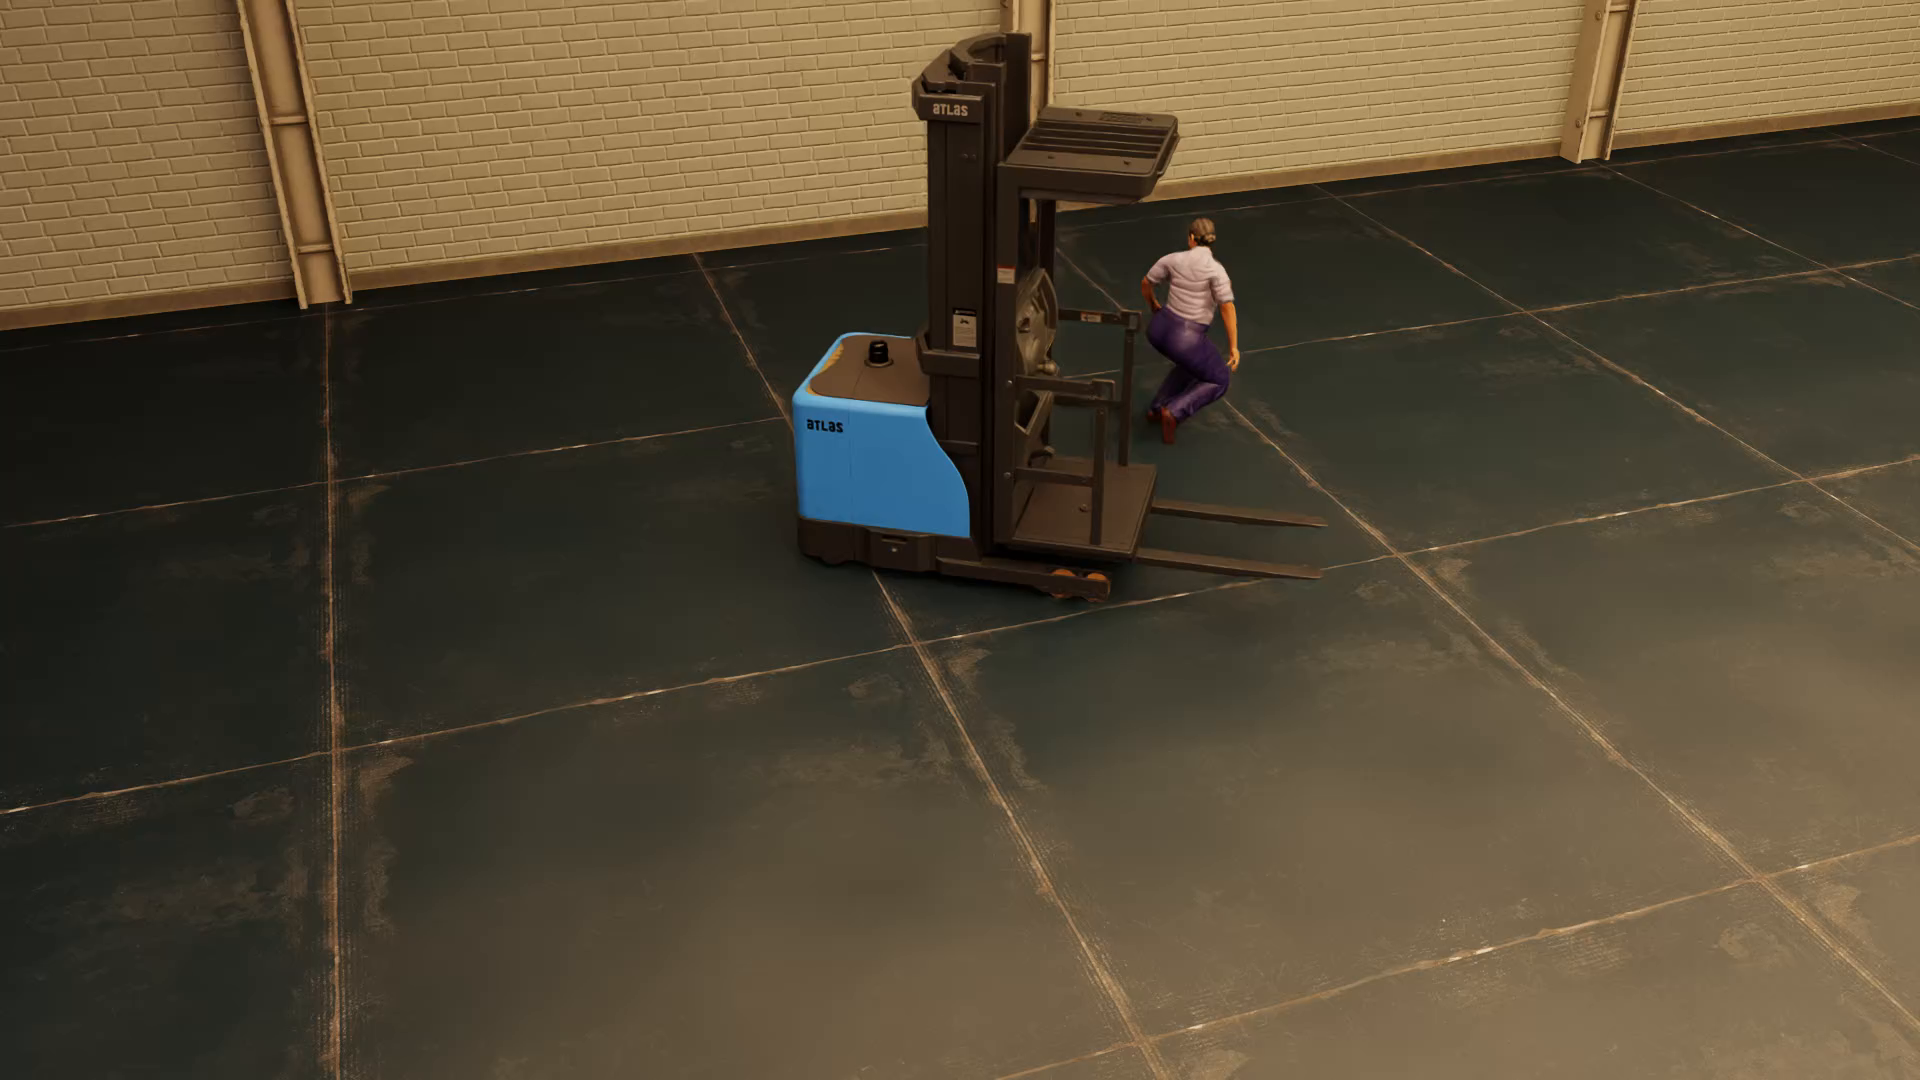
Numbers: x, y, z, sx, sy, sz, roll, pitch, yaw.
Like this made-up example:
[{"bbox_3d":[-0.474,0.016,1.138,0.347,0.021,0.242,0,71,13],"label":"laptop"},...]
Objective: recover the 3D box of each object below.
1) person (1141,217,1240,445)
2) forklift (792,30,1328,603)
[{"bbox_3d":[1.499,-1.360,10.971,0.559,1.468,0.841,-21,36,-32],"label":"person"},{"bbox_3d":[0.614,-1.206,9.183,3.031,2.935,1.130,7,31,12],"label":"forklift"}]
